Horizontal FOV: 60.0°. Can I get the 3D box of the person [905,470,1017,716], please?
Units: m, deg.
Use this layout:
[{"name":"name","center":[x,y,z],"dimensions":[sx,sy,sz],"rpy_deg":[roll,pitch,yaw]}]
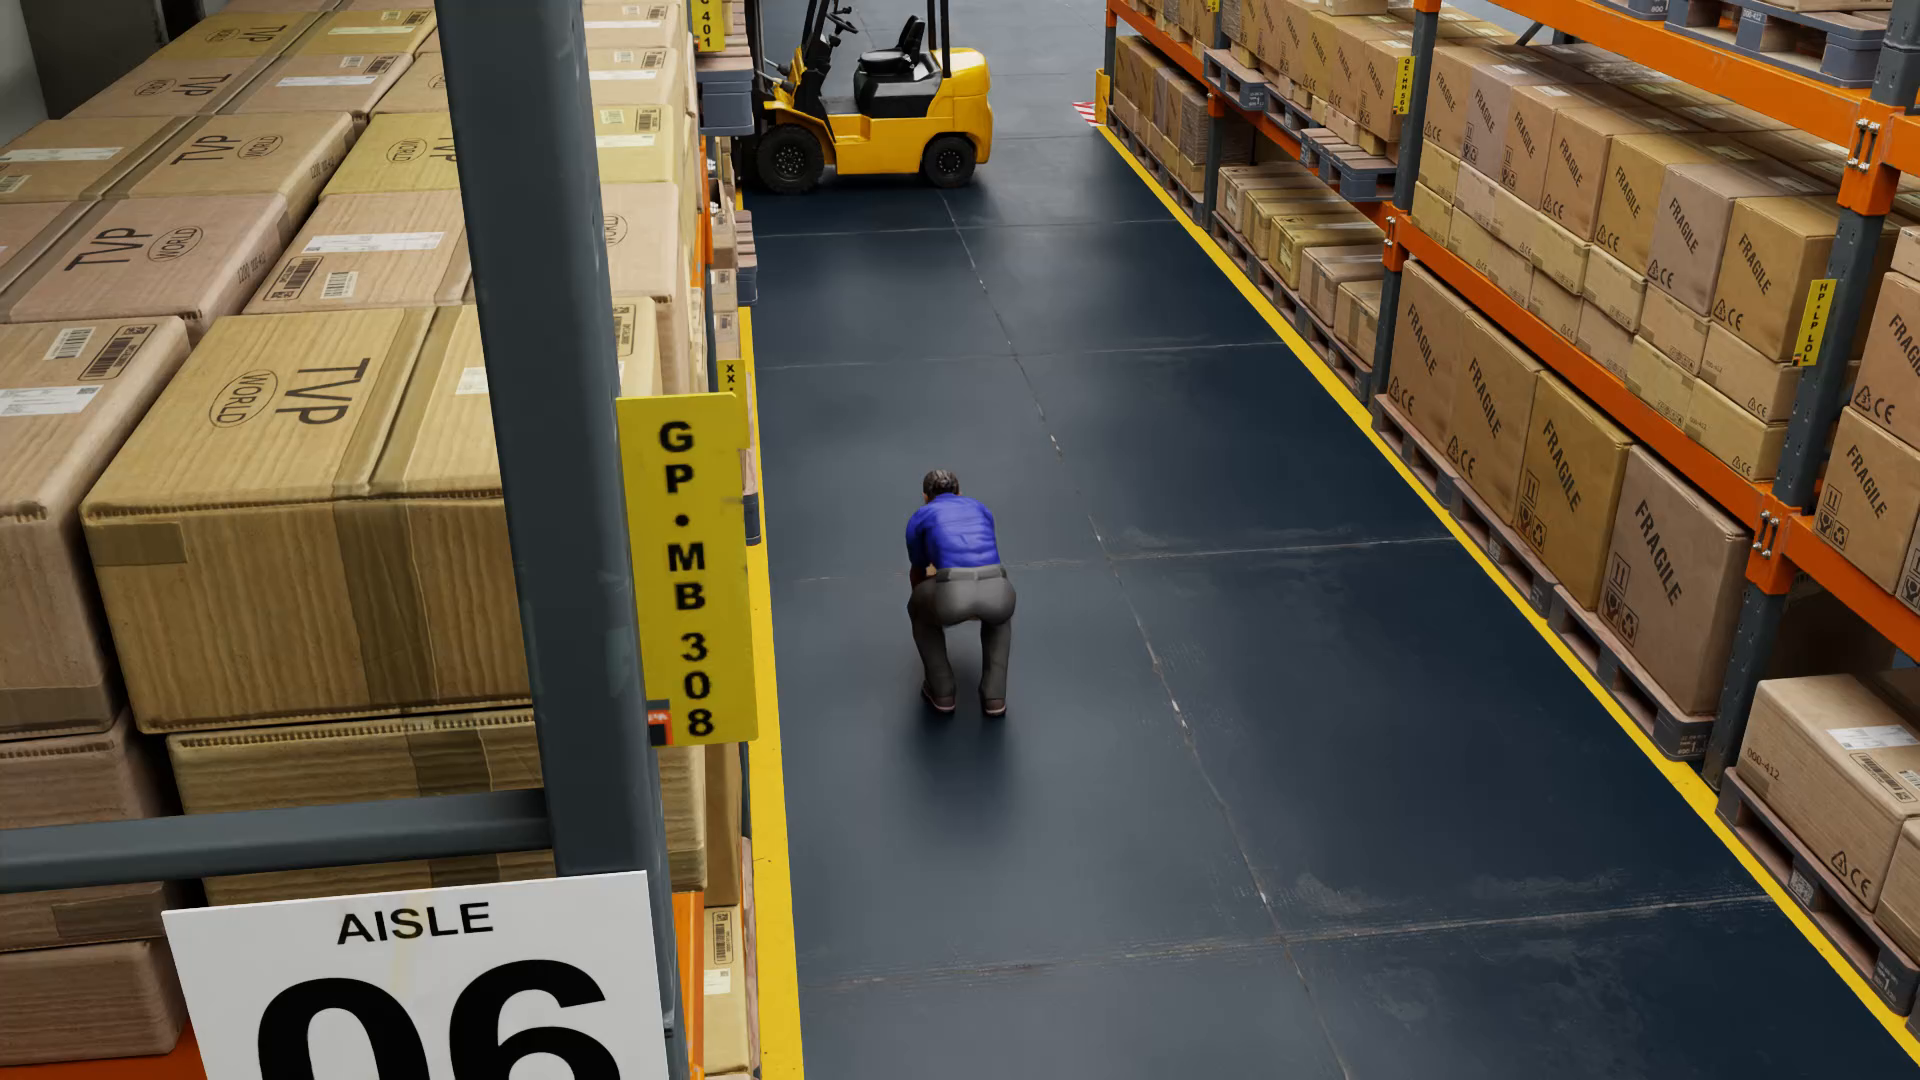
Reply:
[{"name":"person","center":[-0.003,0.248,7.424],"dimensions":[0.459,0.947,0.867],"rpy_deg":[-5,28,-9]}]
